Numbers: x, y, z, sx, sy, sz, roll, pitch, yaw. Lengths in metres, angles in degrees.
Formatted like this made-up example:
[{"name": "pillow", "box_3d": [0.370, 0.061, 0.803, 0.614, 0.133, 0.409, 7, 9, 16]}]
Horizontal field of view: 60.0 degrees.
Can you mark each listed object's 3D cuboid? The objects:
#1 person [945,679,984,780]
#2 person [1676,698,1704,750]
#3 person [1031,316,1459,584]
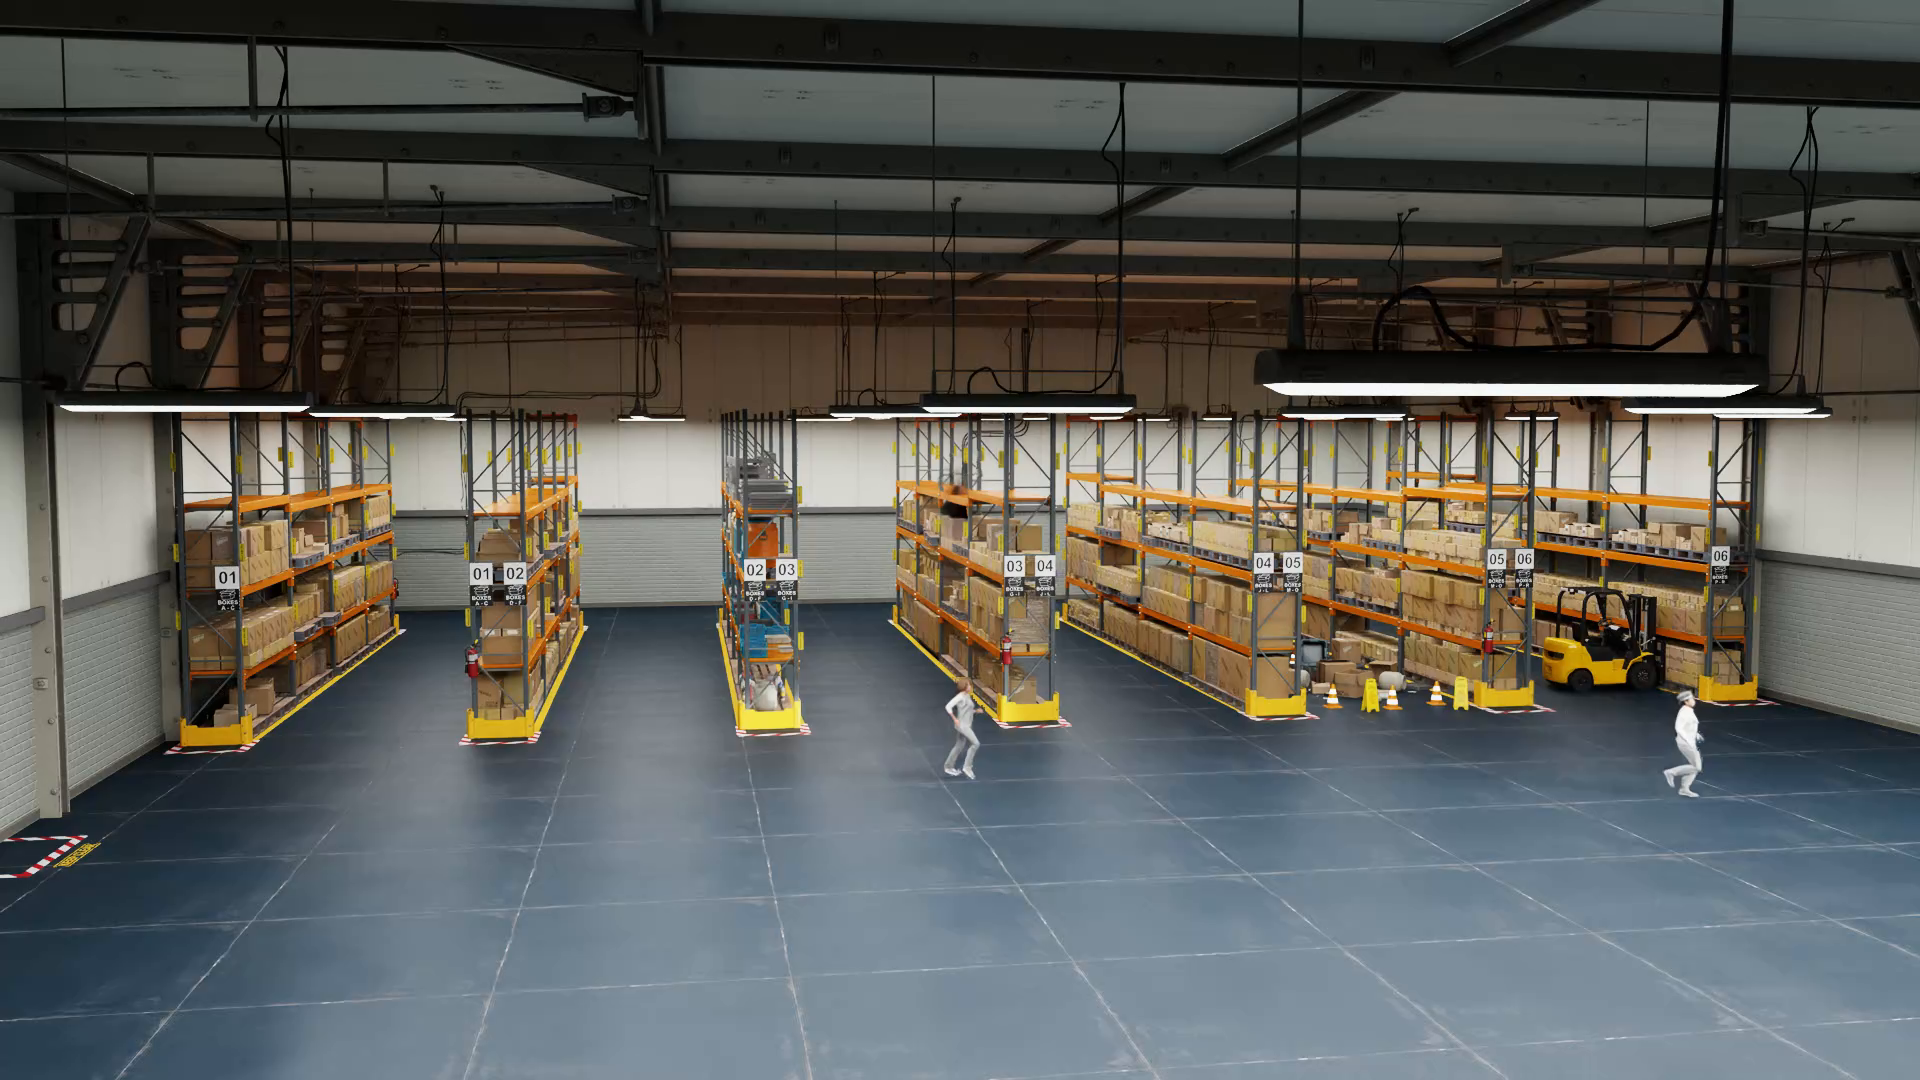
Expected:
[{"name": "person", "box_3d": [0.075, 3.047, 26.856, 0.632, 1.621, 0.515, 1, 4, 8]}, {"name": "person", "box_3d": [11.202, 2.762, 25.492, 0.403, 0.833, 0.466, 2, 4, 24]}, {"name": "person", "box_3d": [7.543, -2.323, 50.373, 12.753, 8.931, 9.001, -1, 4, -9]}]
